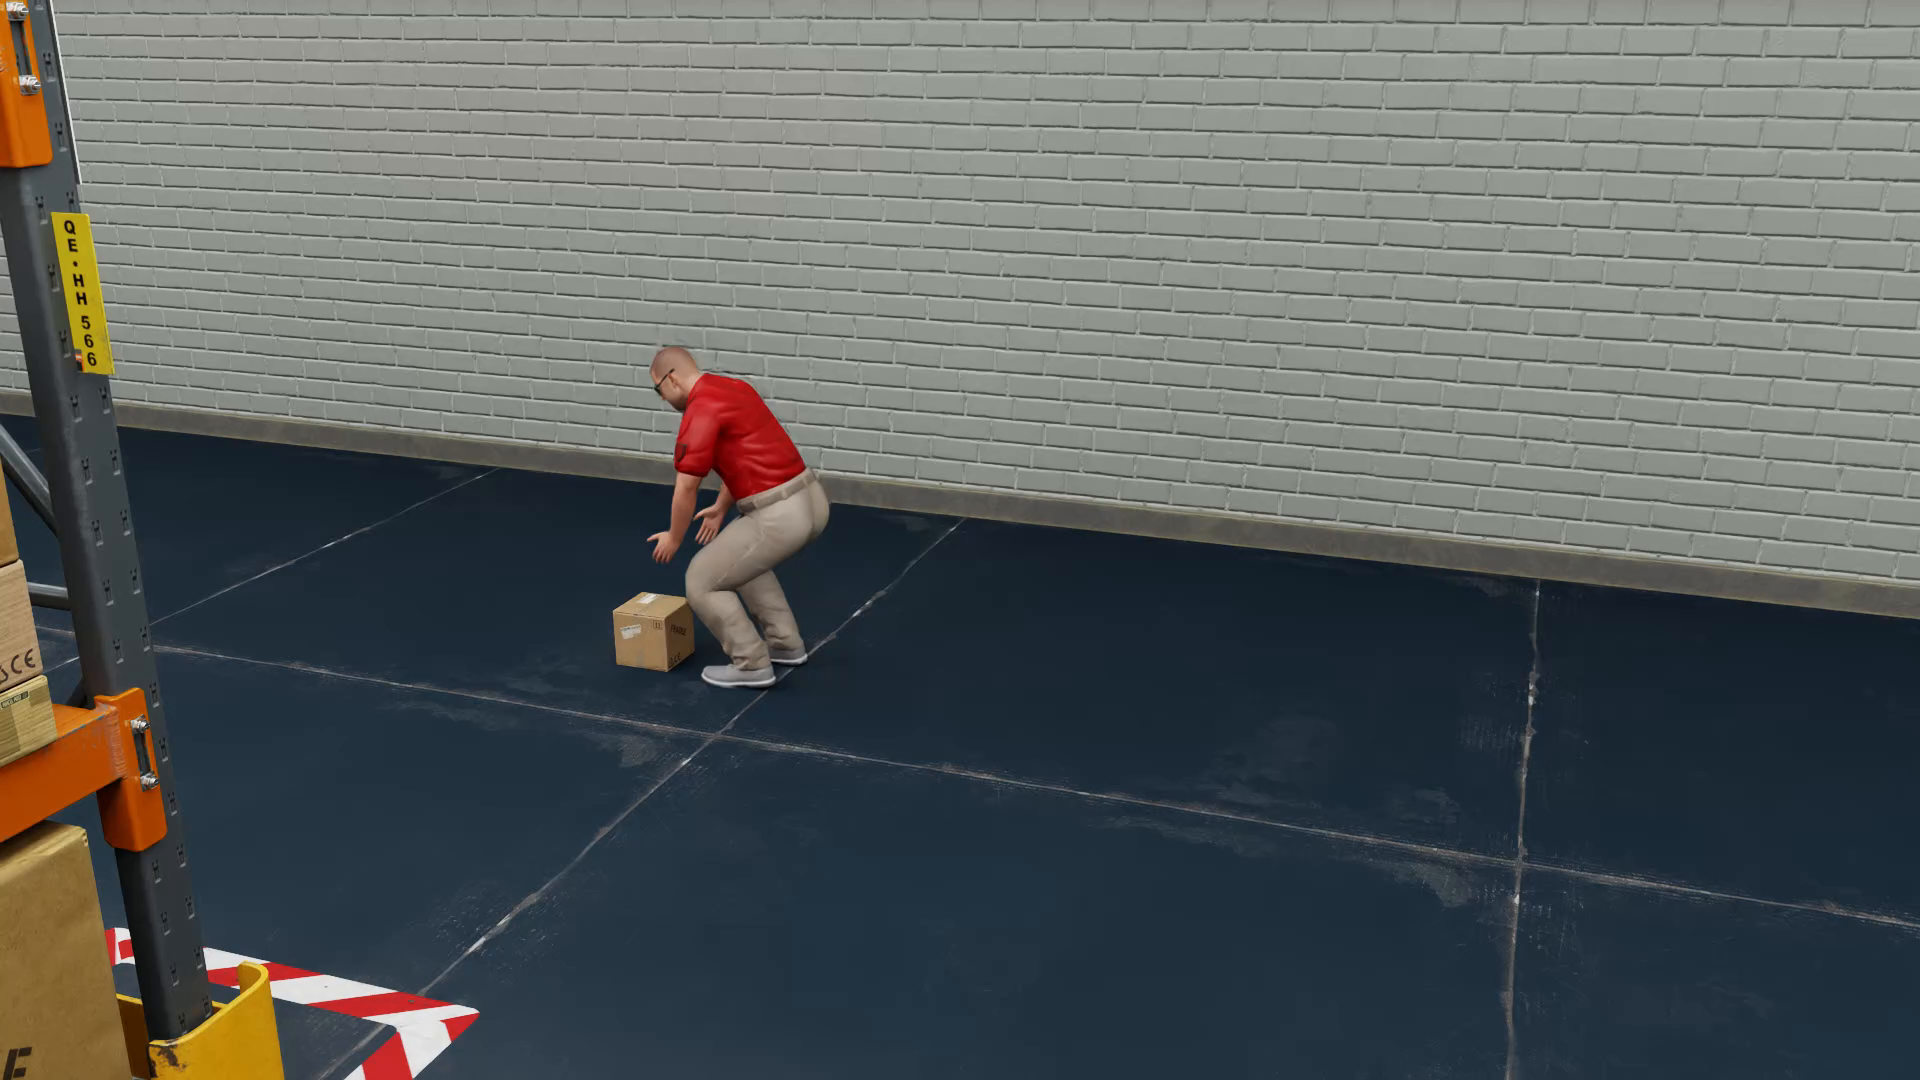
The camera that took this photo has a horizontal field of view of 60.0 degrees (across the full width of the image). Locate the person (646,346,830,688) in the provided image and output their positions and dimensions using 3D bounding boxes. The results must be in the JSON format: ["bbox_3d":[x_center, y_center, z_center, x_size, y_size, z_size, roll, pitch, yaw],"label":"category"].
[{"bbox_3d":[-0.919,-0.092,6.878,0.707,1.409,0.590,6,20,18],"label":"person"}]
